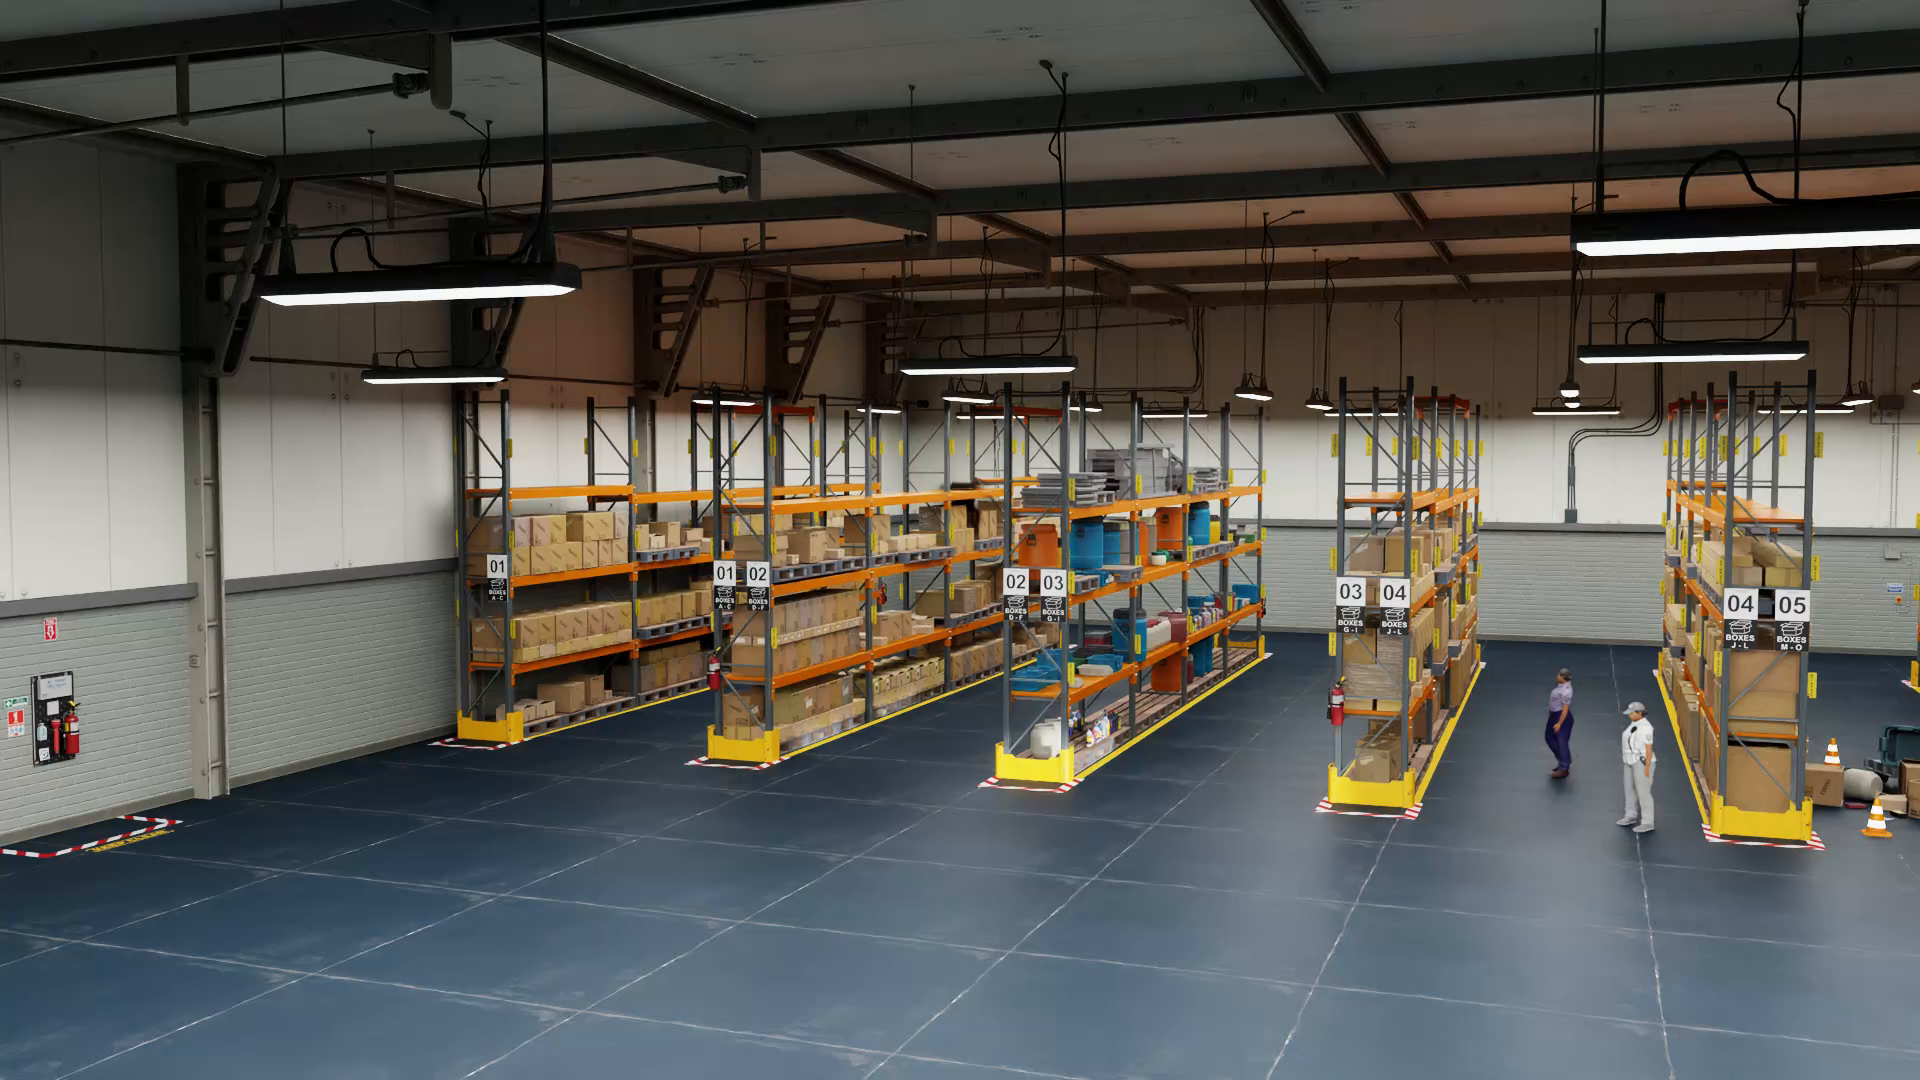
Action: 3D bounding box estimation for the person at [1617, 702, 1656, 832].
[{"bbox_3d":[8.936,2.962,21.900,0.412,1.660,0.592,0,3,-4],"label":"person"}]

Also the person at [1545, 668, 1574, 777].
[{"bbox_3d":[9.208,2.785,25.482,0.418,1.669,0.589,0,3,0],"label":"person"}]
